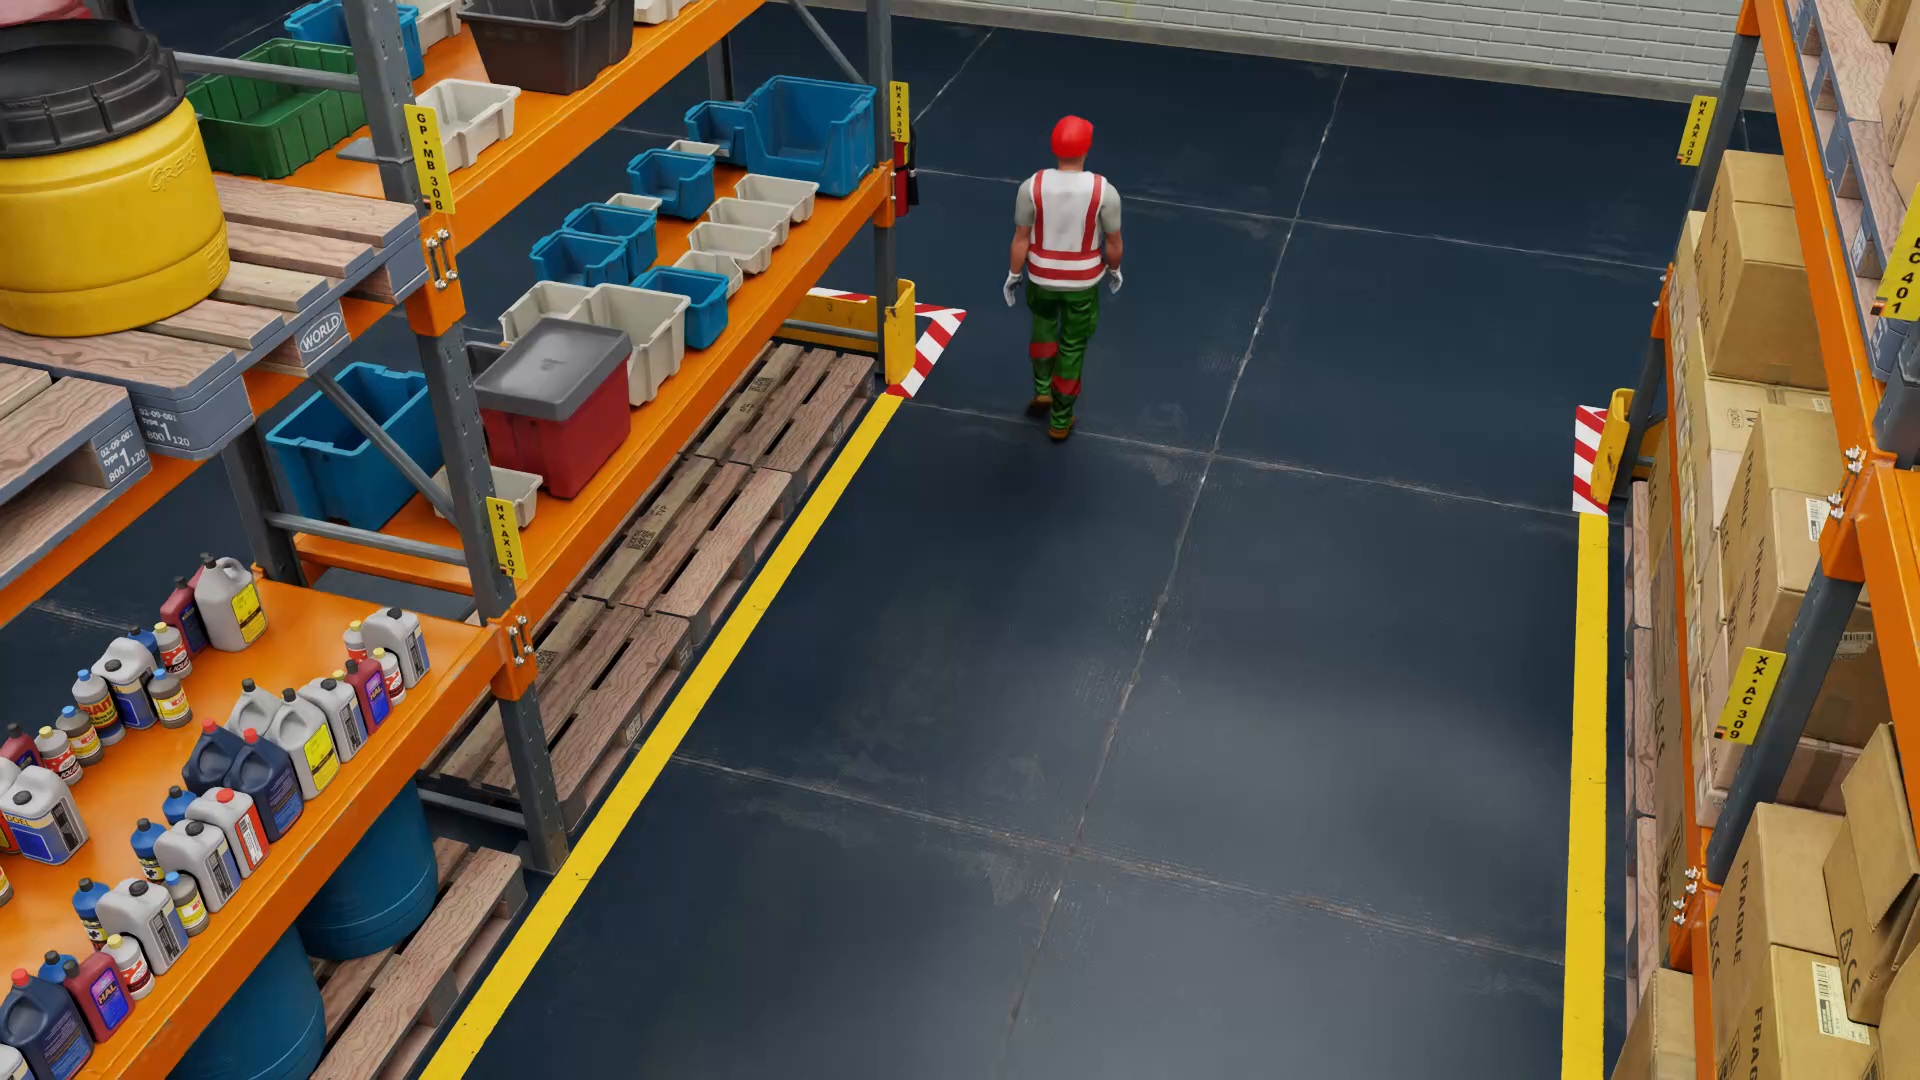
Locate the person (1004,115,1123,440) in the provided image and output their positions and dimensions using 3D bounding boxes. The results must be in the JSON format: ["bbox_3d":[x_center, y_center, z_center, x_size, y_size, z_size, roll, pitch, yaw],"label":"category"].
[{"bbox_3d":[0.549,-1.378,8.717,0.598,1.834,0.504,8,37,11],"label":"person"}]
